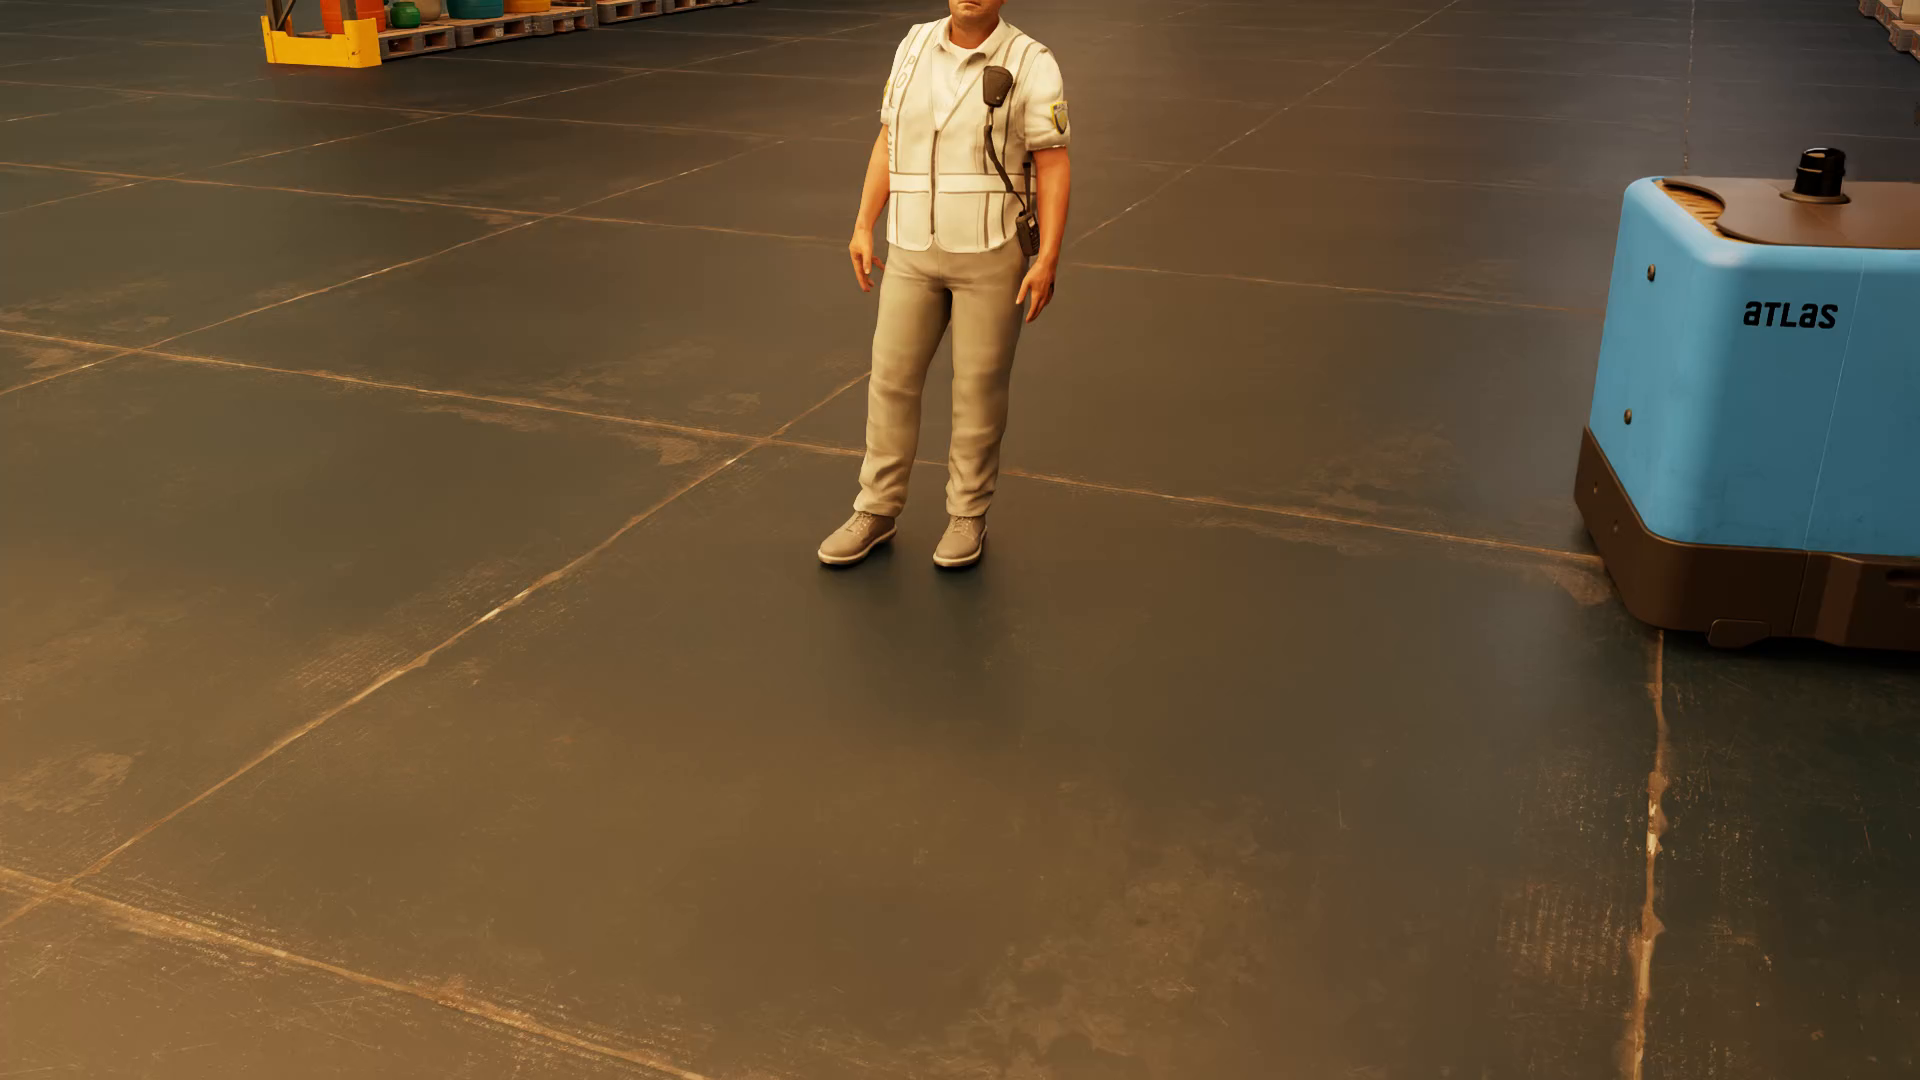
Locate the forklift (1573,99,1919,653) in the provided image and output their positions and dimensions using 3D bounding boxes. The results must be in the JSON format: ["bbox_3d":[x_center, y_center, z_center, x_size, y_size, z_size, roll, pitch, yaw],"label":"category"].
[{"bbox_3d":[3.352,-1.161,4.070,3.031,2.935,1.130,4,23,9],"label":"forklift"}]

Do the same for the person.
[{"bbox_3d":[-0.040,-0.804,4.683,0.641,1.781,0.574,9,24,21],"label":"person"}]
